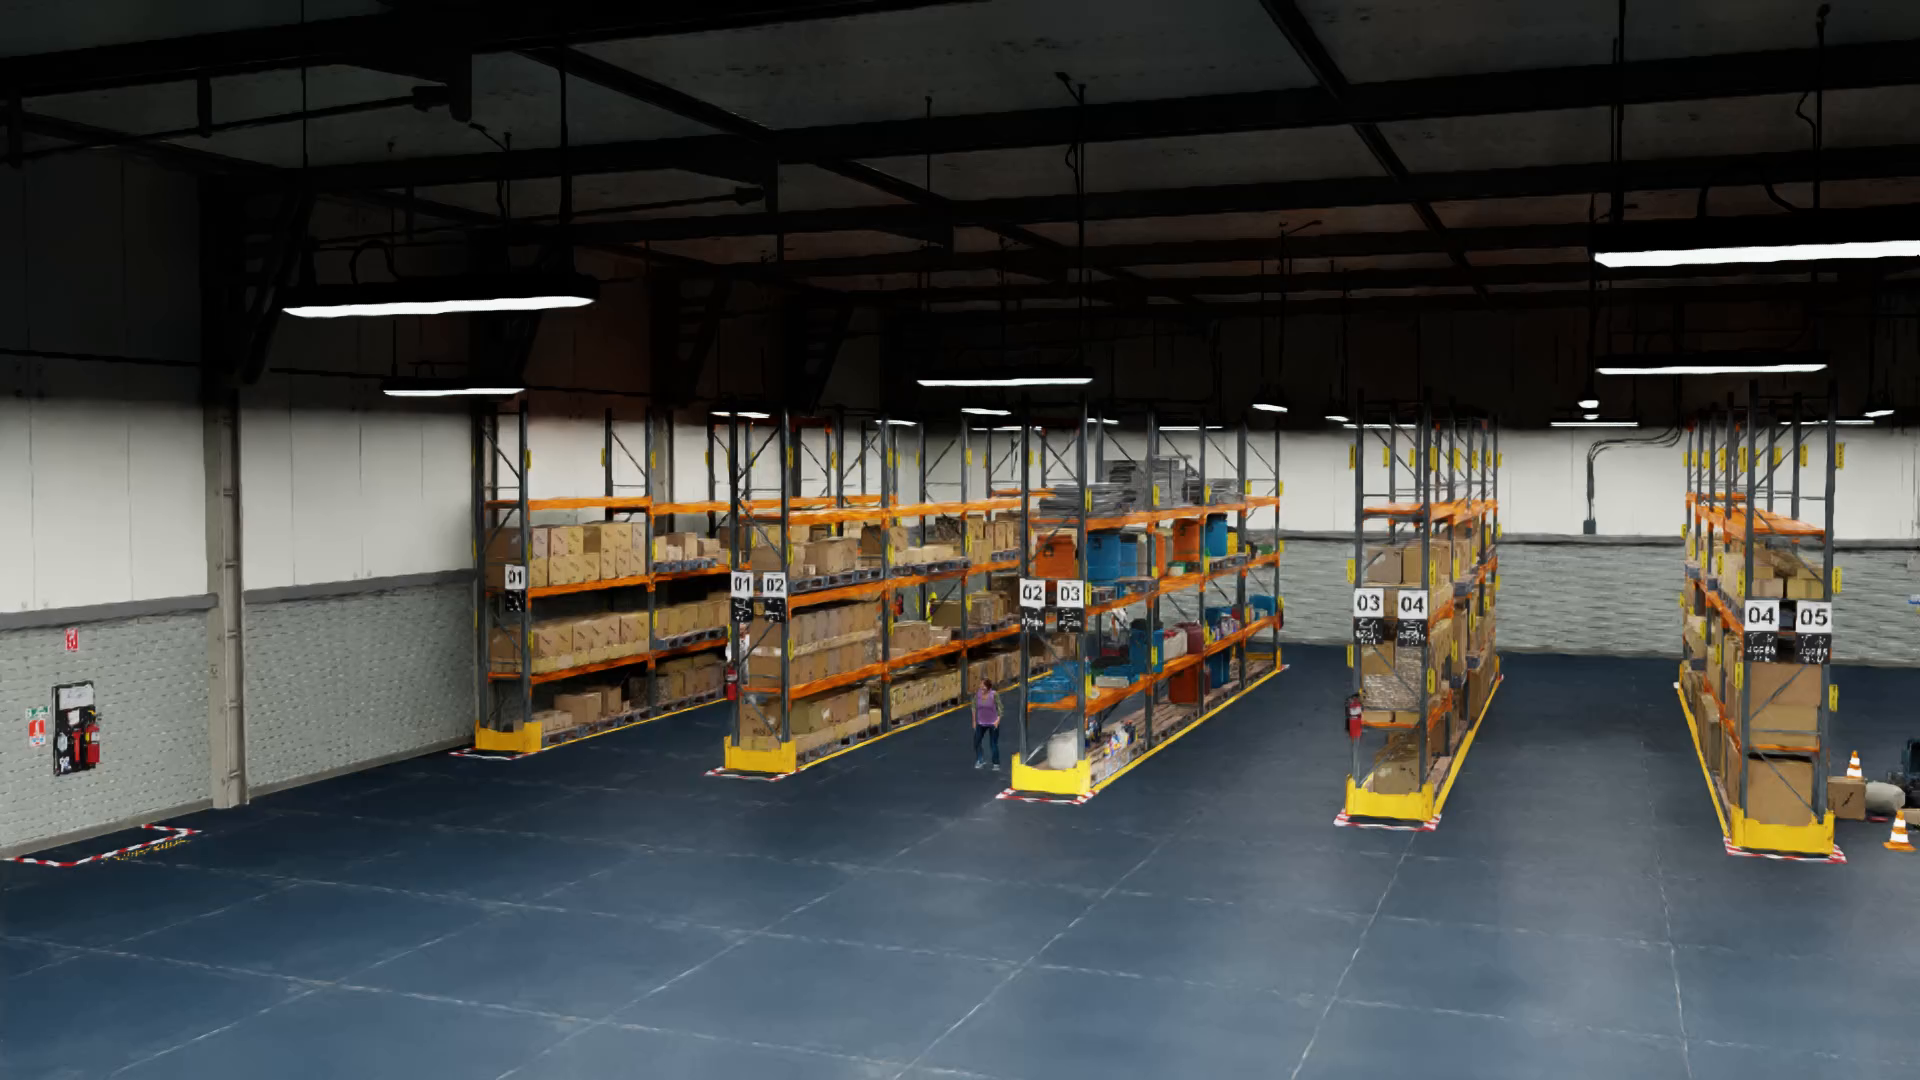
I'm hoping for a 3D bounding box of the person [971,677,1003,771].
[{"bbox_3d":[0.437,2.947,26.671,0.566,1.526,0.519,1,3,19],"label":"person"}]

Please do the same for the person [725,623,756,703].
[{"bbox_3d":[-4.336,2.508,33.438,0.735,1.712,0.905,0,3,5],"label":"person"}]

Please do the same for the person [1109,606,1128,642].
[{"bbox_3d":[3.875,2.177,40.804,0.398,1.665,0.588,2,3,37],"label":"person"}]

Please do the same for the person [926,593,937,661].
[{"bbox_3d":[-0.645,2.142,41.135,0.577,1.687,1.115,1,3,19],"label":"person"}]
